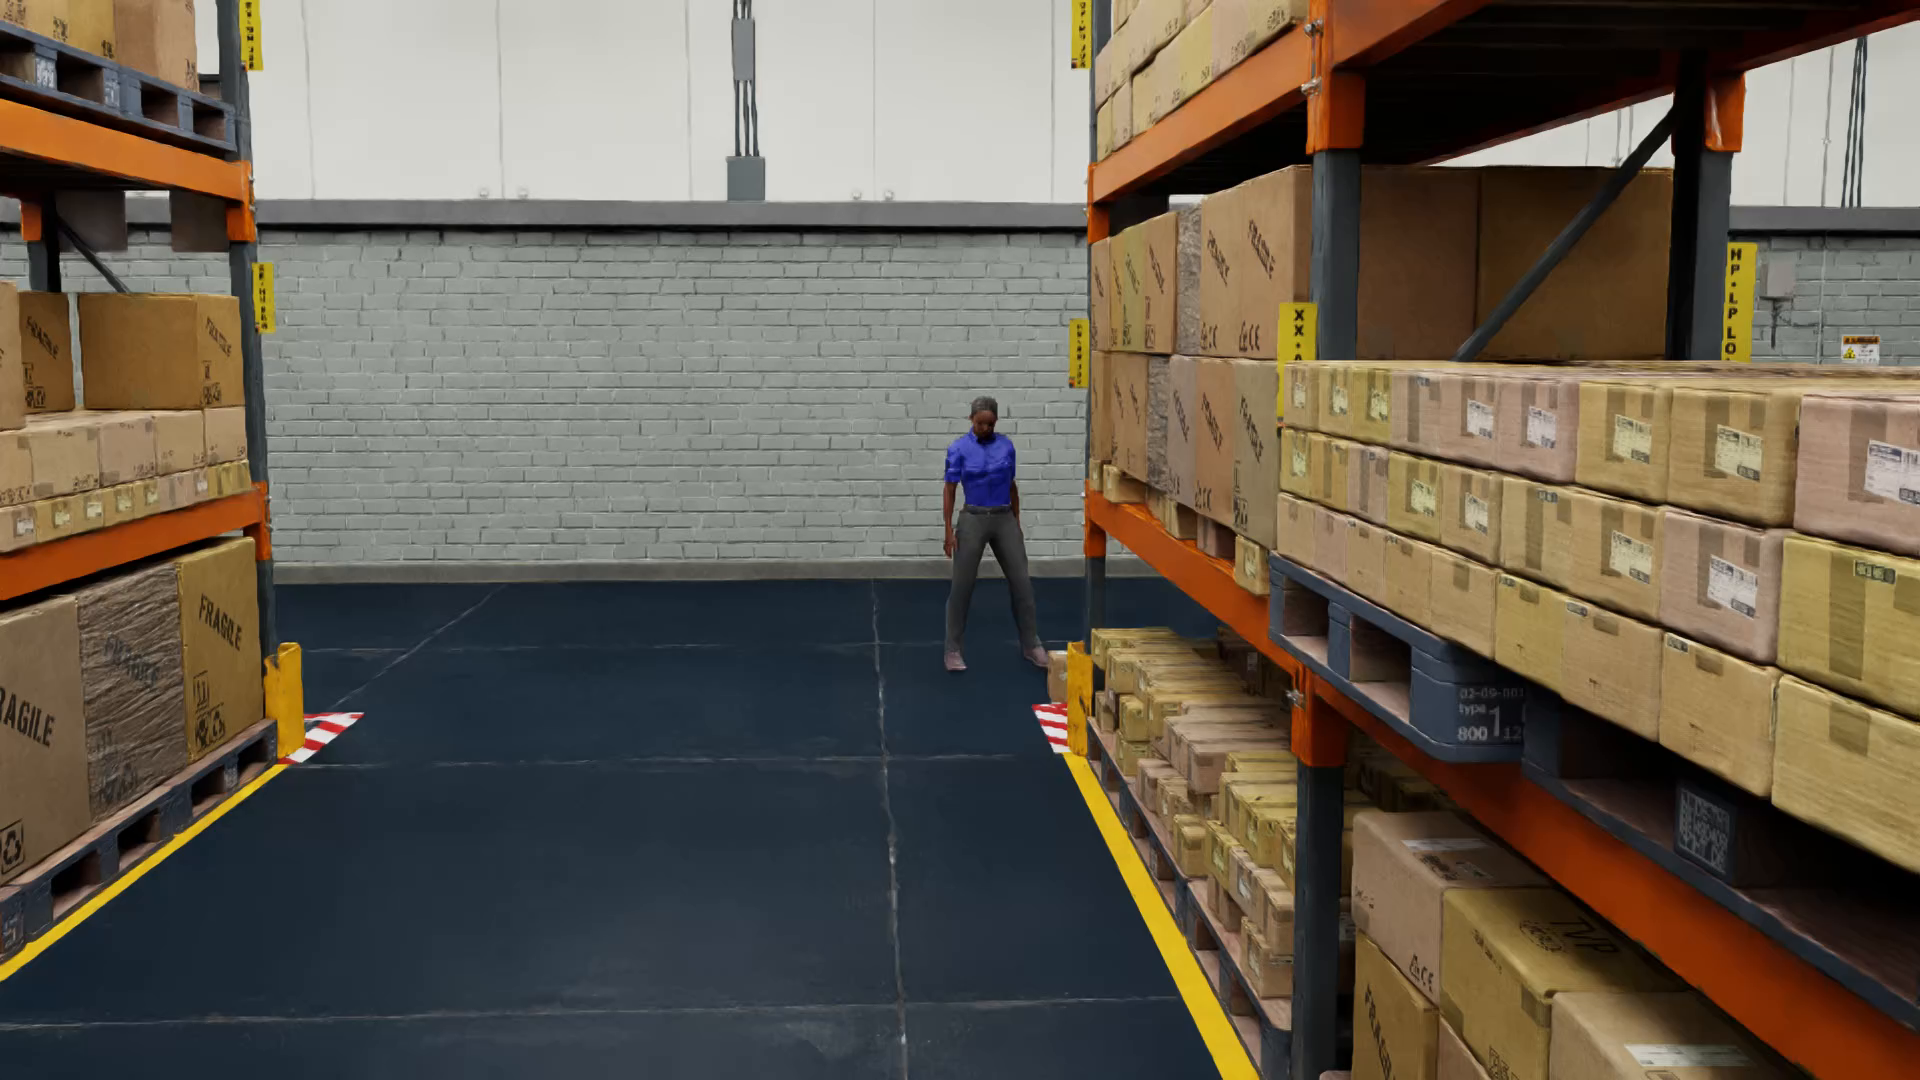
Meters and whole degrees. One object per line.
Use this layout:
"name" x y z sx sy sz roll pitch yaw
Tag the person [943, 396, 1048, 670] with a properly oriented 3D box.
"person" 0.228 -0.048 10.050 0.649 1.647 0.426 -2 7 -18
